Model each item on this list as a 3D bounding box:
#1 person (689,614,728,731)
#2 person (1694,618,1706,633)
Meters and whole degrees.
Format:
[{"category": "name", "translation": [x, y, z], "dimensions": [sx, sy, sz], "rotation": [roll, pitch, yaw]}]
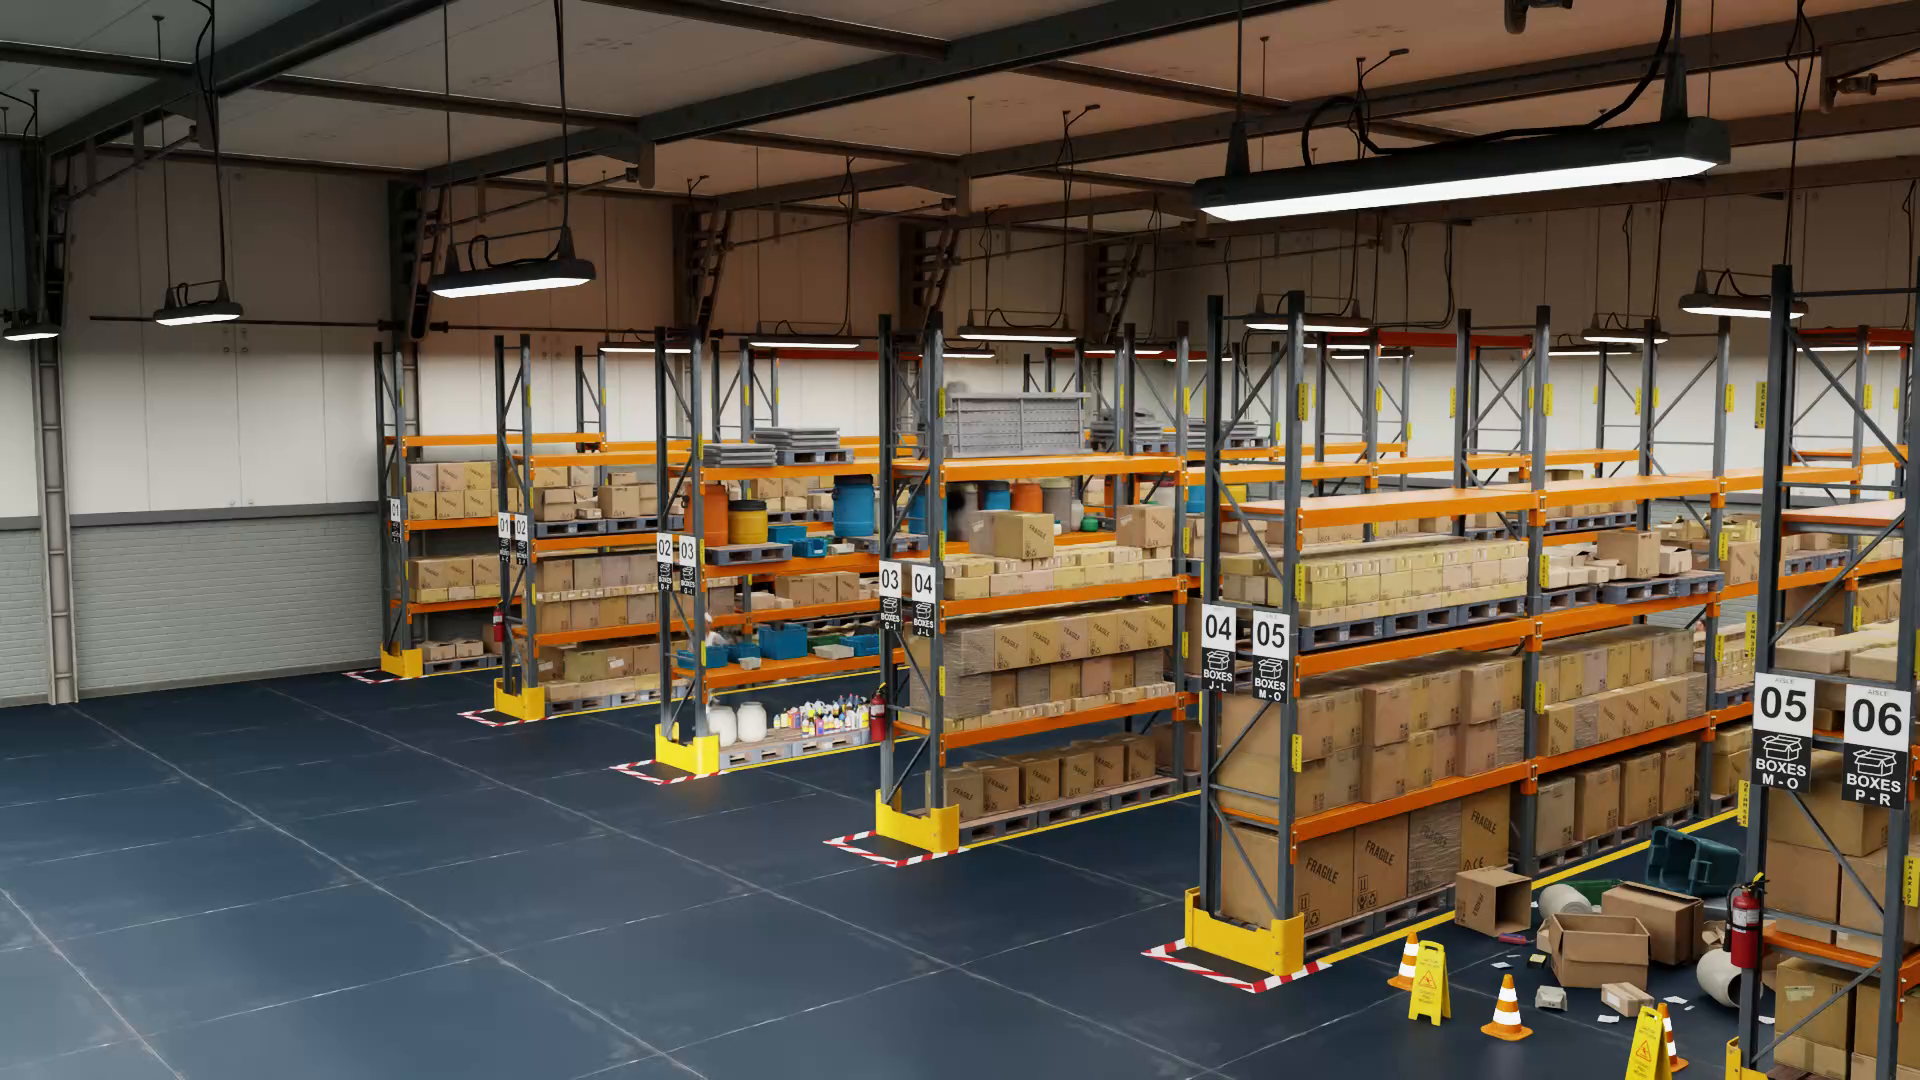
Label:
[{"category": "person", "translation": [-3.834, 1.988, 25.253], "dimensions": [0.658, 1.758, 0.790], "rotation": [2, 6, 25]}, {"category": "person", "translation": [11.172, 2.010, 25.204], "dimensions": [0.571, 1.655, 0.910], "rotation": [4, 7, 41]}]
